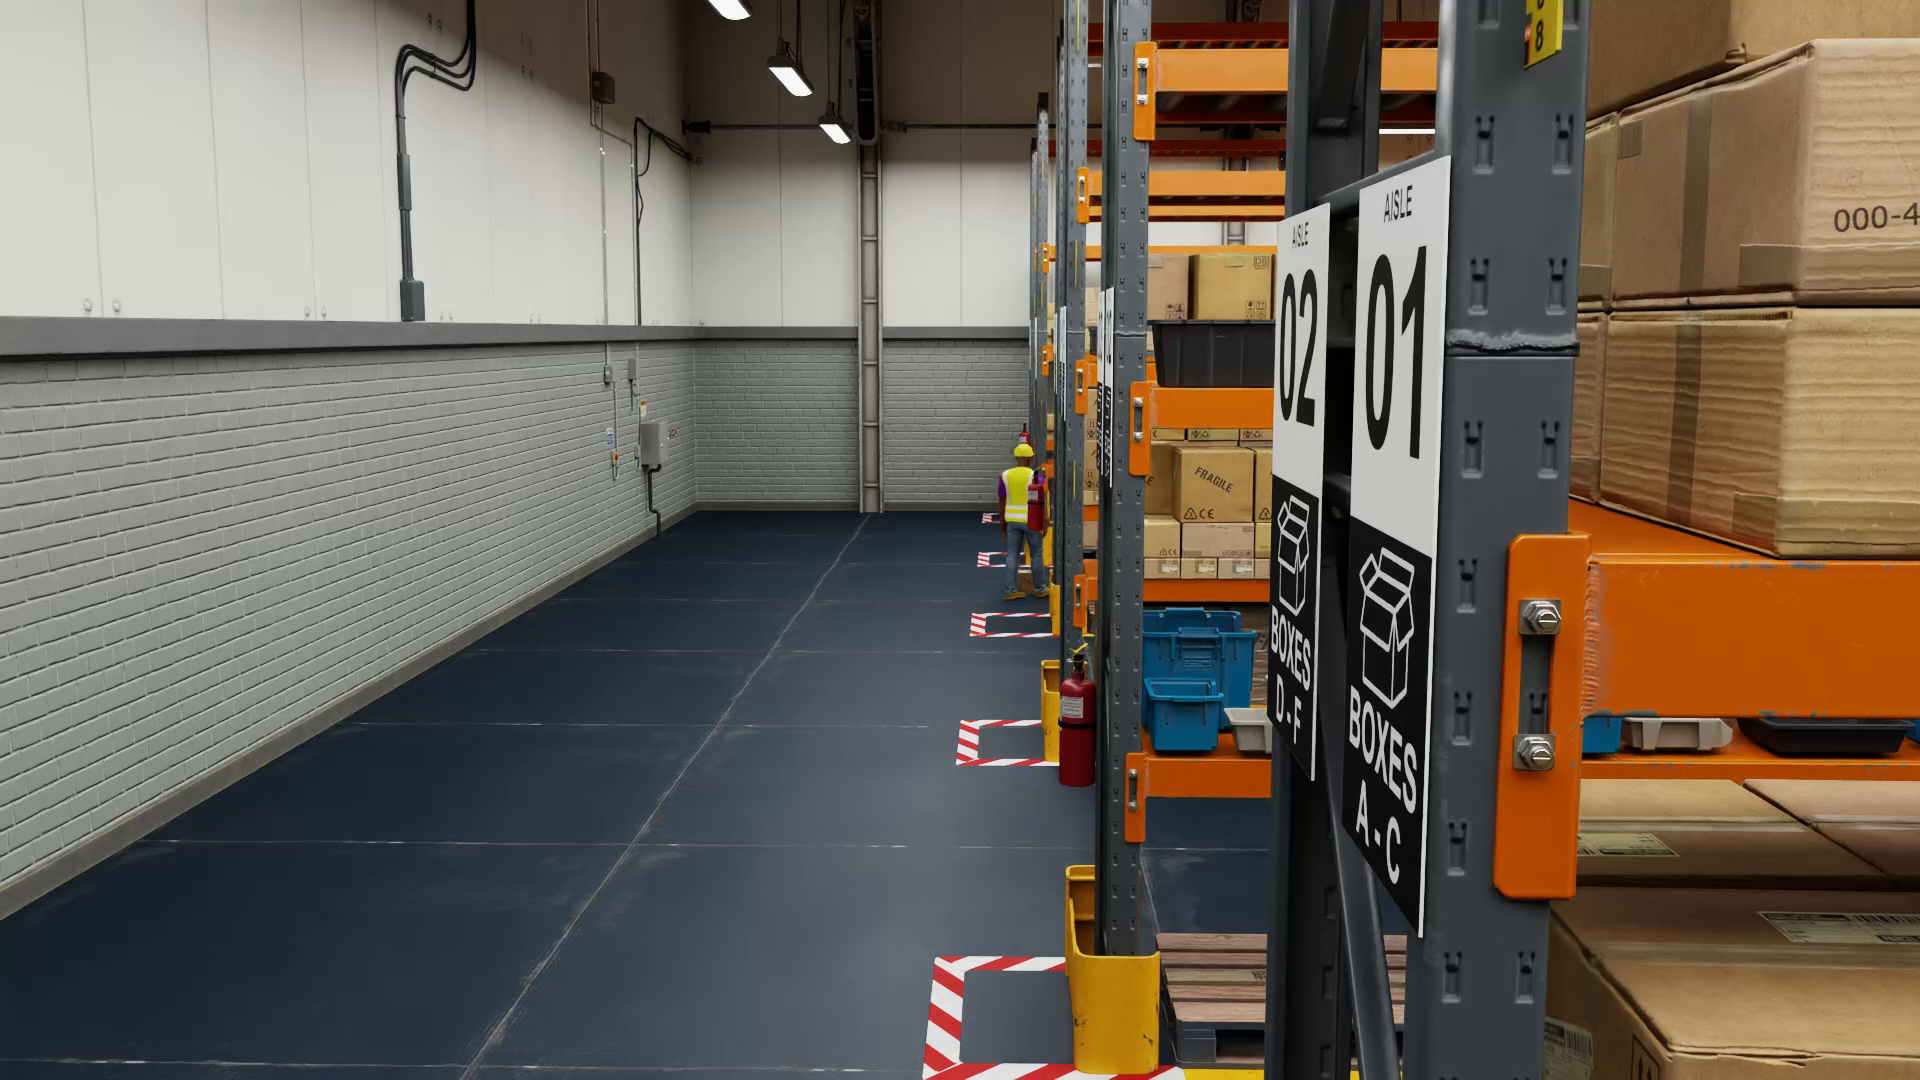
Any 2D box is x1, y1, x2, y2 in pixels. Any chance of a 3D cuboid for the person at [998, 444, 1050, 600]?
[{"bbox_3d":[0.751,-0.219,18.889,0.573,1.763,0.610,3,8,21],"label":"person"}]
